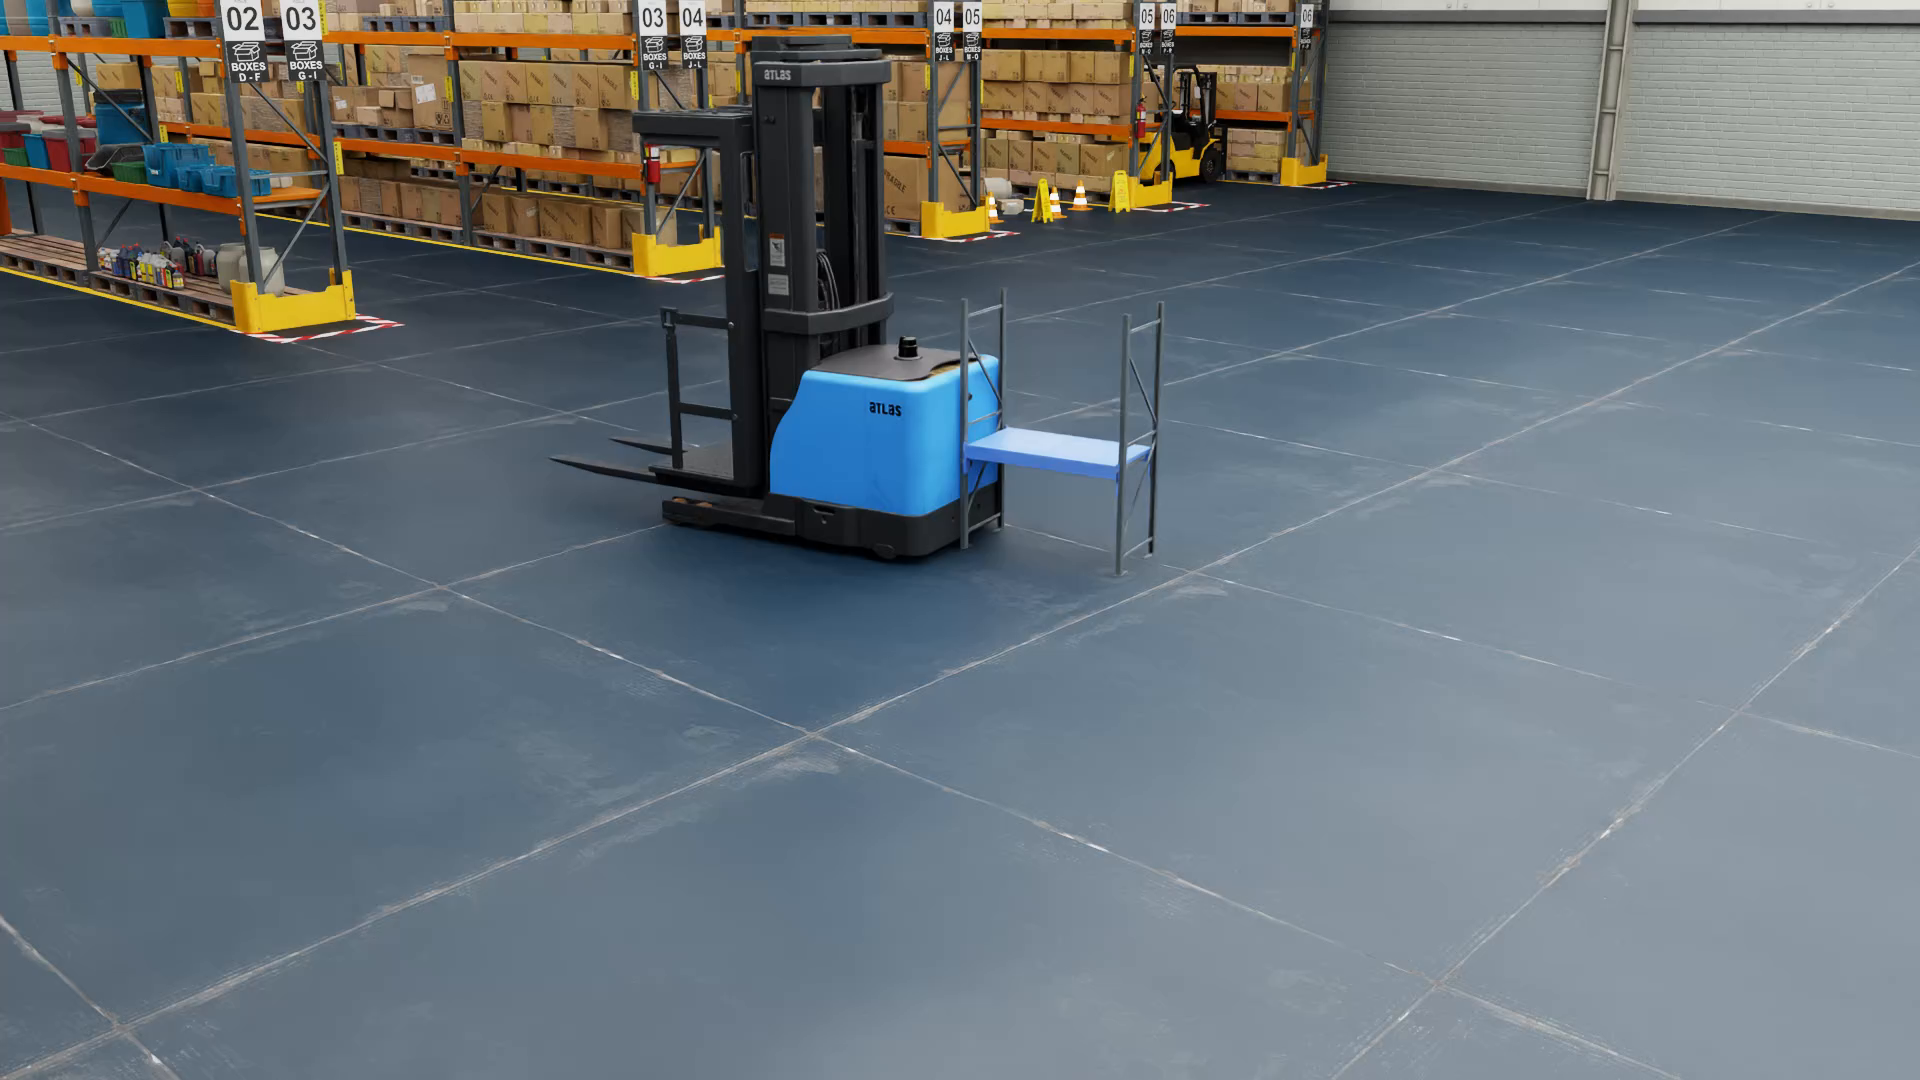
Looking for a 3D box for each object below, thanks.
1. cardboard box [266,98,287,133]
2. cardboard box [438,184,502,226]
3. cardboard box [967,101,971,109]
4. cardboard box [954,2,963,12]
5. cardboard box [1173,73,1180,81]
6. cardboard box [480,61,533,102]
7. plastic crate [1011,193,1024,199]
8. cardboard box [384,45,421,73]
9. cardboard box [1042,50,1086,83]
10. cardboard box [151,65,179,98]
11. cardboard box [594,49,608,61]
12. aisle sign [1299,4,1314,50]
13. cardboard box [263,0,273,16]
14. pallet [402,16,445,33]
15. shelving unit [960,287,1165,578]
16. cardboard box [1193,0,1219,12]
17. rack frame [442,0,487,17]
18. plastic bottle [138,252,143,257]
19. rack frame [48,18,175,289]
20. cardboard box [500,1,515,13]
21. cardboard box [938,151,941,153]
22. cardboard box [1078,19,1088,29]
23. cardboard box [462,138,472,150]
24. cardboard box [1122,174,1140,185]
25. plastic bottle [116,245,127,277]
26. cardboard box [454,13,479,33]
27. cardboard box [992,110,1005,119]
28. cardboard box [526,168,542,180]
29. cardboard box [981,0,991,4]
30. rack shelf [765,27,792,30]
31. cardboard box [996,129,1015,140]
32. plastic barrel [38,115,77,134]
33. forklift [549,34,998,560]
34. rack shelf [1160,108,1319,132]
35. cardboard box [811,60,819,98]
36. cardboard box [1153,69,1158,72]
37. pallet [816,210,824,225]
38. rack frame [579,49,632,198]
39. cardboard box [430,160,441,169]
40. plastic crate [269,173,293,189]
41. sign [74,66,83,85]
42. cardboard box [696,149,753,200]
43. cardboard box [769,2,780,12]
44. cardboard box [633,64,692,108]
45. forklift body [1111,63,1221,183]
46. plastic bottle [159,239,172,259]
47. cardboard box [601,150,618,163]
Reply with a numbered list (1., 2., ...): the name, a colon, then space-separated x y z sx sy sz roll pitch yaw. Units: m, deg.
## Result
1. cardboard box: -10.330 -6.566 25.677 0.500 0.500 0.500 15 23 39
2. cardboard box: -6.881 -4.717 23.422 0.500 0.500 0.700 13 22 35
3. cardboard box: 0.286 -7.851 29.234 0.500 0.500 0.500 15 23 39
4. cardboard box: -0.120 -7.569 23.599 0.250 0.149 0.380 15 23 40
5. cardboard box: 4.237 -8.953 32.126 0.250 0.149 0.380 15 23 39
6. cardboard box: -5.893 -5.989 21.714 0.500 0.500 0.500 15 23 39
7. plastic crate: 0.772 -5.921 28.635 0.583 0.080 0.402 7 19 21
8. cardboard box: -10.744 -9.287 32.106 0.500 0.500 0.500 14 22 38
9. cardboard box: 1.784 -7.911 27.772 0.500 0.500 0.700 15 23 39
10. cardboard box: -13.312 -7.738 28.052 0.500 0.500 0.500 15 23 40
11. cardboard box: -7.508 -10.282 35.733 0.500 0.500 0.500 15 23 39
12. aisle sign: 6.280 -9.293 30.137 0.004 0.787 0.394 15 23 39
13. cardboard box: -10.635 -8.311 25.523 0.500 0.500 0.500 17 24 42
14. pallet: -6.827 -7.059 22.748 1.003 0.211 1.213 15 23 39
15. shelving unit: 0.579 -0.644 9.660 1.048 1.500 0.538 10 20 29
16. cardboard box: 4.821 -10.249 31.457 0.637 0.503 0.797 16 24 41
17. rack frame: -6.436 -8.430 21.799 0.127 3.000 1.000 15 23 39
18. plastic bottle: -9.206 -3.102 18.710 0.097 0.271 0.097 0 18 0
19. rack frame: -9.723 -4.450 19.176 0.127 3.000 1.000 15 23 39
20. cardboard box: -5.610 -6.774 21.128 0.250 0.149 0.380 14 23 38
21. cardboard box: -0.792 -7.009 30.888 0.950 0.372 0.625 -17 24 -42
22. cardboard box: 2.152 -8.498 27.385 0.250 0.149 0.380 15 23 40
23. cardboard box: -6.474 -5.340 22.394 0.250 0.149 0.380 15 23 39
24. cardboard box: 2.714 -6.124 28.301 0.500 0.250 0.500 15 23 39
25. plastic bottle: -9.395 -3.141 18.703 0.185 0.351 0.144 16 24 41
26. cardboard box: -6.269 -6.781 21.808 0.500 0.250 0.500 14 22 37
27. cardboard box: 0.769 -7.414 28.931 0.250 0.149 0.380 16 24 41
28. cardboard box: -7.517 -6.765 29.908 0.500 0.500 0.500 14 22 37
29. cardboard box: 0.567 -9.265 28.486 0.250 0.149 0.380 14 22 38
30. rack shelf: -4.345 -10.105 33.222 4.000 0.370 1.077 15 23 39
31. cardboard box: 0.844 -7.048 28.901 0.250 0.149 0.380 16 24 41
32. plastic barrel: -11.166 -4.991 20.655 0.433 0.535 0.433 0 18 0
33. forklift: -1.273 -1.590 10.276 3.031 2.935 1.130 10 20 29
34. rack shelf: 4.930 -8.192 32.156 4.000 0.370 1.077 15 23 39
35. cardboard box: -2.013 -6.953 25.030 0.550 0.550 0.875 15 23 39
36. cardboard box: 3.928 -9.223 32.485 0.250 0.149 0.380 14 23 38
37. pallet: -1.634 -4.928 25.292 1.213 0.211 1.003 15 23 39
38. rack frame: -6.059 -7.476 28.709 0.127 3.000 1.000 15 23 39
39. cardboard box: -9.950 -7.232 31.958 0.250 0.149 0.380 14 22 37
40. plastic crate: -7.187 -3.774 17.480 0.250 0.136 0.298 15 23 39
41. sign: -15.784 -8.306 29.764 0.005 0.325 0.100 15 23 39
42. cardboard box: -3.592 -5.905 26.784 0.750 0.750 1.050 15 23 39
43. cardboard box: -2.640 -7.979 24.890 0.250 0.149 0.380 15 23 39
44. cardboard box: -3.674 -5.606 20.507 0.500 0.500 0.500 15 23 39
45. forklift body: 3.797 -7.697 30.809 1.214 2.155 2.313 15 23 39
46. plastic bottle: -9.146 -3.301 19.205 0.185 0.351 0.144 15 23 39
47. cardboard box: -4.202 -4.747 20.527 0.250 0.149 0.380 15 23 39
